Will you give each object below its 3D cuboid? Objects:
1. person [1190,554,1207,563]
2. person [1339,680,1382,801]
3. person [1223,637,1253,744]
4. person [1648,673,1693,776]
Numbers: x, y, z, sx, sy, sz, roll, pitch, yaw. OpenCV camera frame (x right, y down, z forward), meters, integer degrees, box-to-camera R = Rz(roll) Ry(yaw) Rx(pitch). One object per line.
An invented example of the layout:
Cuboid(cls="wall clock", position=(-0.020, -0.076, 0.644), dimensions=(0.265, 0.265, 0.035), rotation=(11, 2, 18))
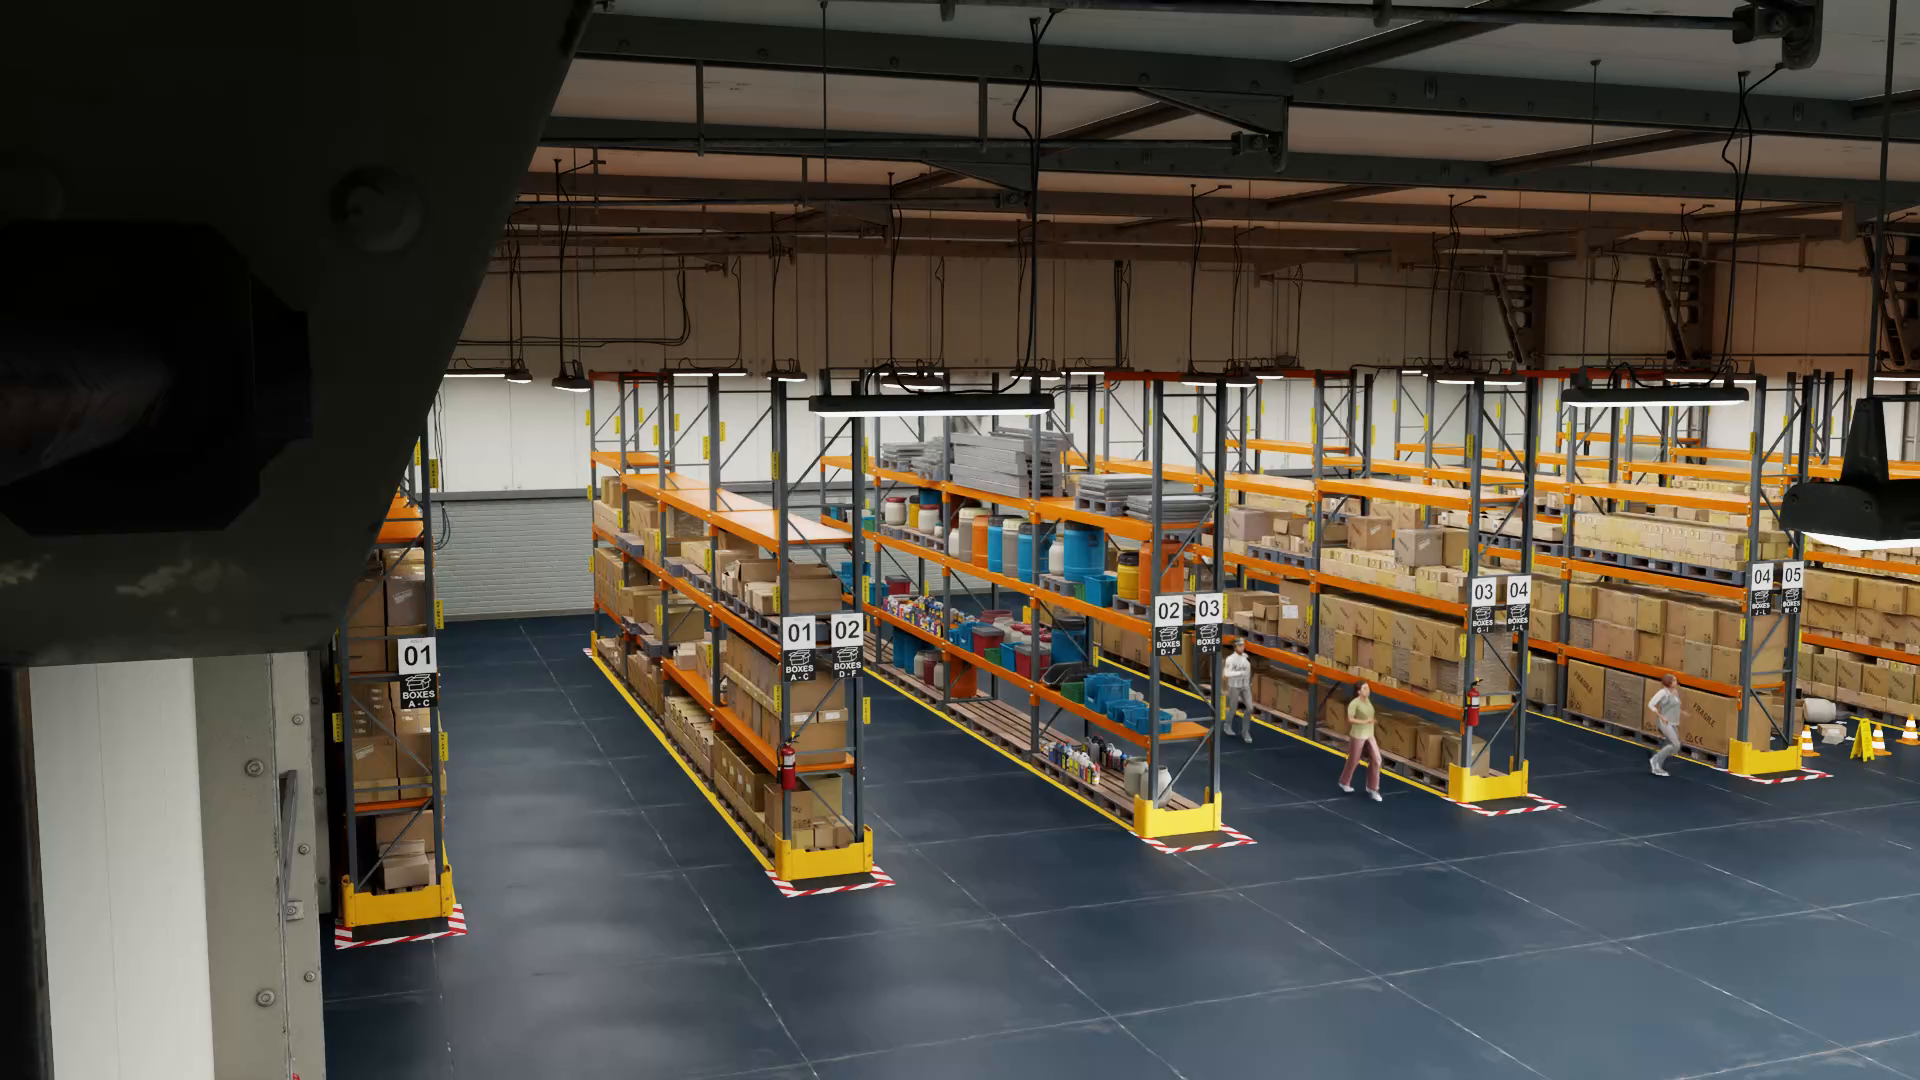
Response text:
Cuboid(cls="person", position=(5.847, 0.891, 41.192), dimensions=(0.637, 1.691, 0.823), rotation=(-4, 7, -30))
Cuboid(cls="person", position=(5.714, 2.852, 23.770), dimensions=(0.581, 1.737, 0.691), rotation=(-4, 8, -34))
Cuboid(cls="person", position=(4.582, 2.447, 27.290), dimensions=(0.594, 1.745, 0.712), rotation=(-2, 7, -20))
Cuboid(cls="person", position=(10.647, 2.777, 24.916), dimensions=(0.536, 1.555, 0.563), rotation=(-5, 8, -40))
